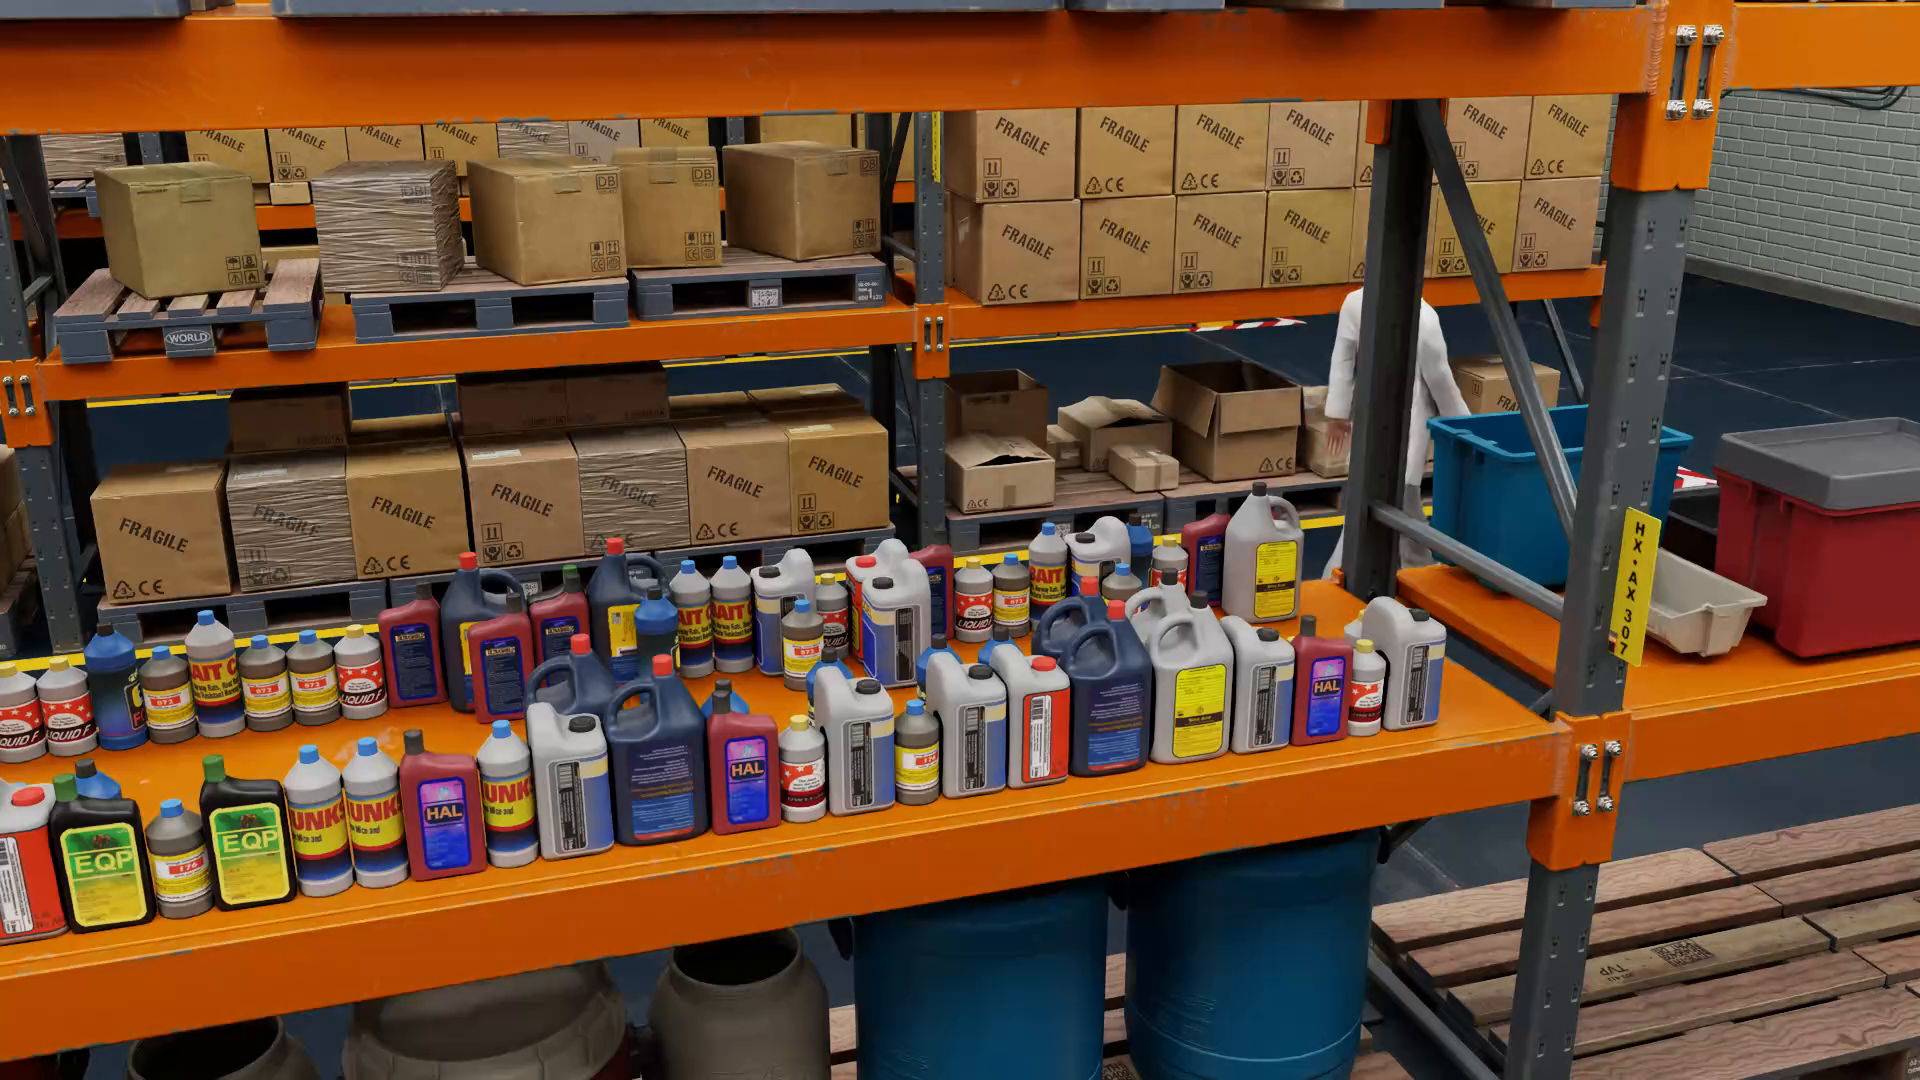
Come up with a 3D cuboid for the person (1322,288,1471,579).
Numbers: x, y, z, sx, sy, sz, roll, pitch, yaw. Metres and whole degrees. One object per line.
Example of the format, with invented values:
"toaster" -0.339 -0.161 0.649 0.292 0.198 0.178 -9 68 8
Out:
"person" 2.081 -0.541 7.631 0.969 1.753 0.571 -8 20 -21
